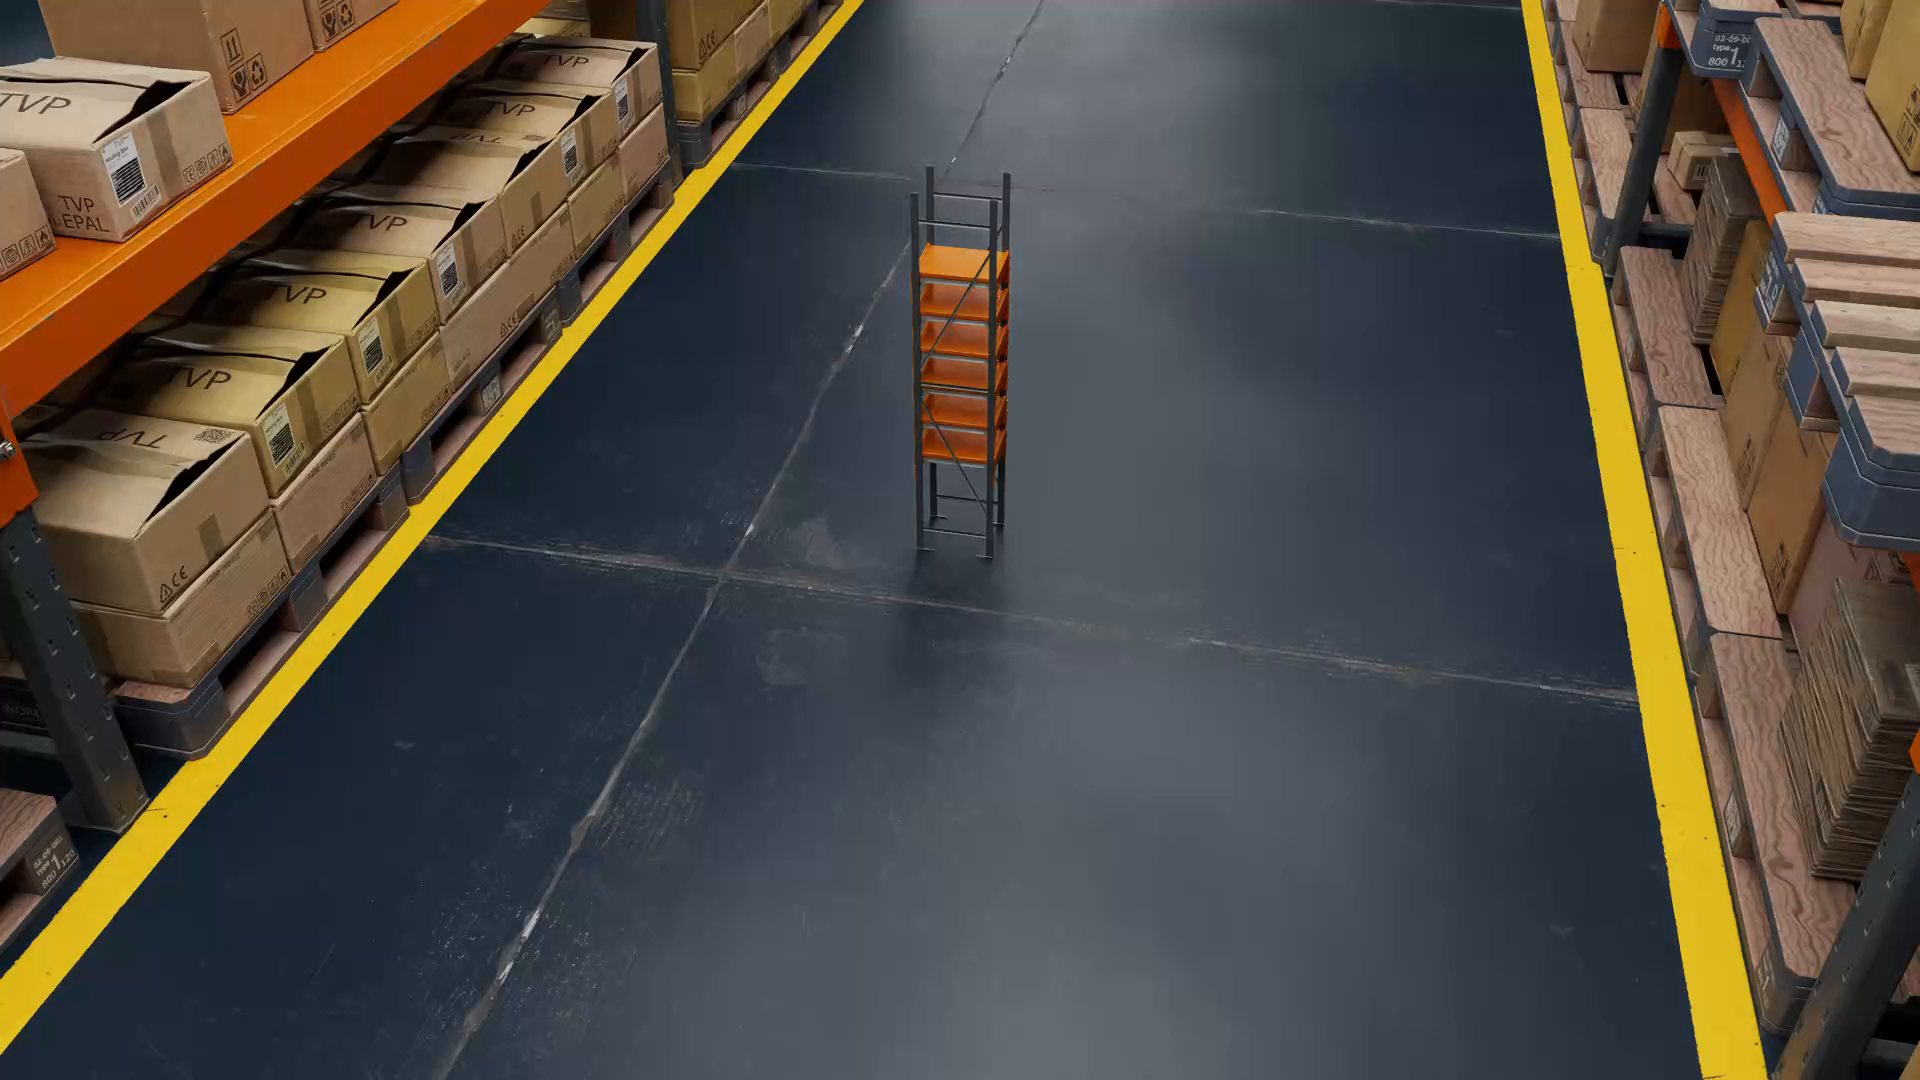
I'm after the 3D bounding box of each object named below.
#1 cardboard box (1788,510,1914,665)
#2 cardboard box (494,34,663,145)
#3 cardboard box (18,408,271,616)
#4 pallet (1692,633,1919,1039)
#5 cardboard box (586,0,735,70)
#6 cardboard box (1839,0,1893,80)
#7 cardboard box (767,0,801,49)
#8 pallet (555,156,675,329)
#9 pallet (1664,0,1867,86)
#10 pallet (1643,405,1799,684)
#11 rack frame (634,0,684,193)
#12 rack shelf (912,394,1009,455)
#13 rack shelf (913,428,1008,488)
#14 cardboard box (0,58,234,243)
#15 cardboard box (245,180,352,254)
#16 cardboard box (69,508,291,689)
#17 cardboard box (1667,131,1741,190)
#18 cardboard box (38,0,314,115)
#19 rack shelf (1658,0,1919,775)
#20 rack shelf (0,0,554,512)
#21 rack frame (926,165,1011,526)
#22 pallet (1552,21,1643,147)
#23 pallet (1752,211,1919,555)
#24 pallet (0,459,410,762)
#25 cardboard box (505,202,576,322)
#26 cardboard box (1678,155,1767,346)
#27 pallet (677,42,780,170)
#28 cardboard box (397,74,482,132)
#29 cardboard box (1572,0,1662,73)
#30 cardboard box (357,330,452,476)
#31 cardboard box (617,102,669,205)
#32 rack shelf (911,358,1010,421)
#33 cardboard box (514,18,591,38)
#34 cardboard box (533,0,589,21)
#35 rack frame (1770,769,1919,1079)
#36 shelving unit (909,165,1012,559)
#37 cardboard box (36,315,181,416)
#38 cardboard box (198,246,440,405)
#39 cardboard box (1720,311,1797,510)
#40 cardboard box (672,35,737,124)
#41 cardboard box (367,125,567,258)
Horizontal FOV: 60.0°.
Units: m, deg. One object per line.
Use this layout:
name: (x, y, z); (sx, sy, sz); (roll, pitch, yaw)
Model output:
cardboard box: (2.569, 0.192, 4.184); (0.700, 0.500, 0.500); (7, 37, 10)
cardboard box: (-1.549, -1.870, 6.781); (0.500, 0.311, 0.500); (7, 37, 10)
cardboard box: (-2.198, -0.108, 4.350); (0.500, 0.311, 0.500); (9, 37, 12)
pallet: (2.411, 0.739, 4.050); (1.003, 0.211, 1.213); (7, 37, 10)
cardboard box: (-1.338, -2.441, 7.408); (0.500, 0.500, 0.500); (7, 37, 10)
cardboard box: (2.719, -1.465, 4.256); (0.700, 0.500, 0.500); (12, 38, 16)
cardboard box: (-1.124, -2.711, 8.419); (0.500, 0.250, 0.500); (7, 37, 10)
pallet: (-1.862, -1.298, 6.861); (1.003, 0.211, 1.213); (7, 37, 10)
pallet: (2.792, -1.738, 5.255); (1.003, 0.211, 1.213); (7, 37, 10)
pallet: (2.674, 0.042, 5.012); (1.003, 0.211, 1.213); (7, 37, 10)
rack frame: (-1.743, -2.854, 6.632); (1.000, 3.000, 0.127); (7, 37, 10)
rack shelf: (0.003, -0.361, 5.006); (0.258, 0.103, 0.180); (7, 37, 10)
rack shelf: (0.003, -0.264, 5.076); (0.258, 0.103, 0.180); (7, 37, 10)
cardboard box: (-2.217, -1.013, 4.168); (0.500, 0.311, 0.500); (7, 37, 9)
cardboard box: (-2.402, -1.051, 5.651); (0.500, 0.311, 0.500); (8, 37, 11)
cardboard box: (-2.198, 0.119, 4.515); (0.500, 0.250, 0.500); (7, 37, 10)
cardboard box: (3.182, -1.577, 6.909); (0.380, 0.166, 0.250); (3, 36, 4)
cardboard box: (-2.255, -1.565, 4.768); (0.500, 0.500, 0.500); (5, 36, 7)
rack shelf: (2.670, -0.797, 4.407); (1.077, 0.370, 4.000); (7, 37, 10)
rack shelf: (-2.170, -1.416, 5.261); (1.077, 0.370, 4.000); (7, 37, 10)
rack frame: (0.023, -0.547, 4.982); (0.240, 1.200, 0.006); (7, 37, 10)
pallet: (3.465, -2.197, 8.102); (1.003, 0.211, 1.213); (7, 37, 10)
pallet: (2.291, -0.286, 3.252); (1.213, 0.211, 1.003); (7, 37, 10)
pallet: (-2.383, 0.101, 4.930); (1.003, 0.211, 1.213); (7, 37, 10)
cardboard box: (-1.767, -1.054, 6.133); (0.500, 0.250, 0.500); (8, 37, 11)
cardboard box: (2.956, -0.977, 5.797); (0.700, 0.500, 0.500); (9, 37, 12)
pallet: (-1.532, -2.176, 8.072); (1.003, 0.211, 1.213); (7, 37, 10)
cardboard box: (-2.186, -1.646, 6.472); (0.500, 0.311, 0.500); (7, 37, 9)
cardboard box: (3.389, -2.568, 7.992); (0.700, 0.500, 0.500); (5, 36, 7)
cardboard box: (-1.987, -0.468, 5.325); (0.500, 0.250, 0.500); (6, 36, 9)
cardboard box: (-1.548, -1.637, 6.937); (0.500, 0.250, 0.500); (7, 37, 10)
rack shelf: (0.003, -0.458, 4.935); (0.258, 0.103, 0.180); (7, 37, 10)
cardboard box: (-1.857, -2.204, 7.720); (0.500, 0.250, 0.500); (7, 37, 10)
cardboard box: (-1.739, -2.793, 7.894); (0.500, 0.500, 0.500); (7, 37, 10)
rack frame: (2.243, 0.058, 2.614); (1.000, 3.000, 0.127); (7, 37, 10)
shelving unit: (0.003, -0.494, 4.909); (0.258, 1.200, 0.189); (7, 37, 10)
cardboard box: (-2.621, -0.475, 4.856); (0.500, 0.311, 0.500); (7, 36, 9)
cardboard box: (-1.983, -0.702, 5.170); (0.500, 0.311, 0.500); (6, 36, 9)
cardboard box: (2.747, -0.387, 4.983); (0.700, 0.500, 0.500); (8, 37, 10)
cardboard box: (-1.348, -2.139, 7.630); (0.500, 0.250, 0.500); (7, 37, 10)
cardboard box: (-1.763, -1.285, 5.974); (0.500, 0.311, 0.500); (7, 37, 10)
